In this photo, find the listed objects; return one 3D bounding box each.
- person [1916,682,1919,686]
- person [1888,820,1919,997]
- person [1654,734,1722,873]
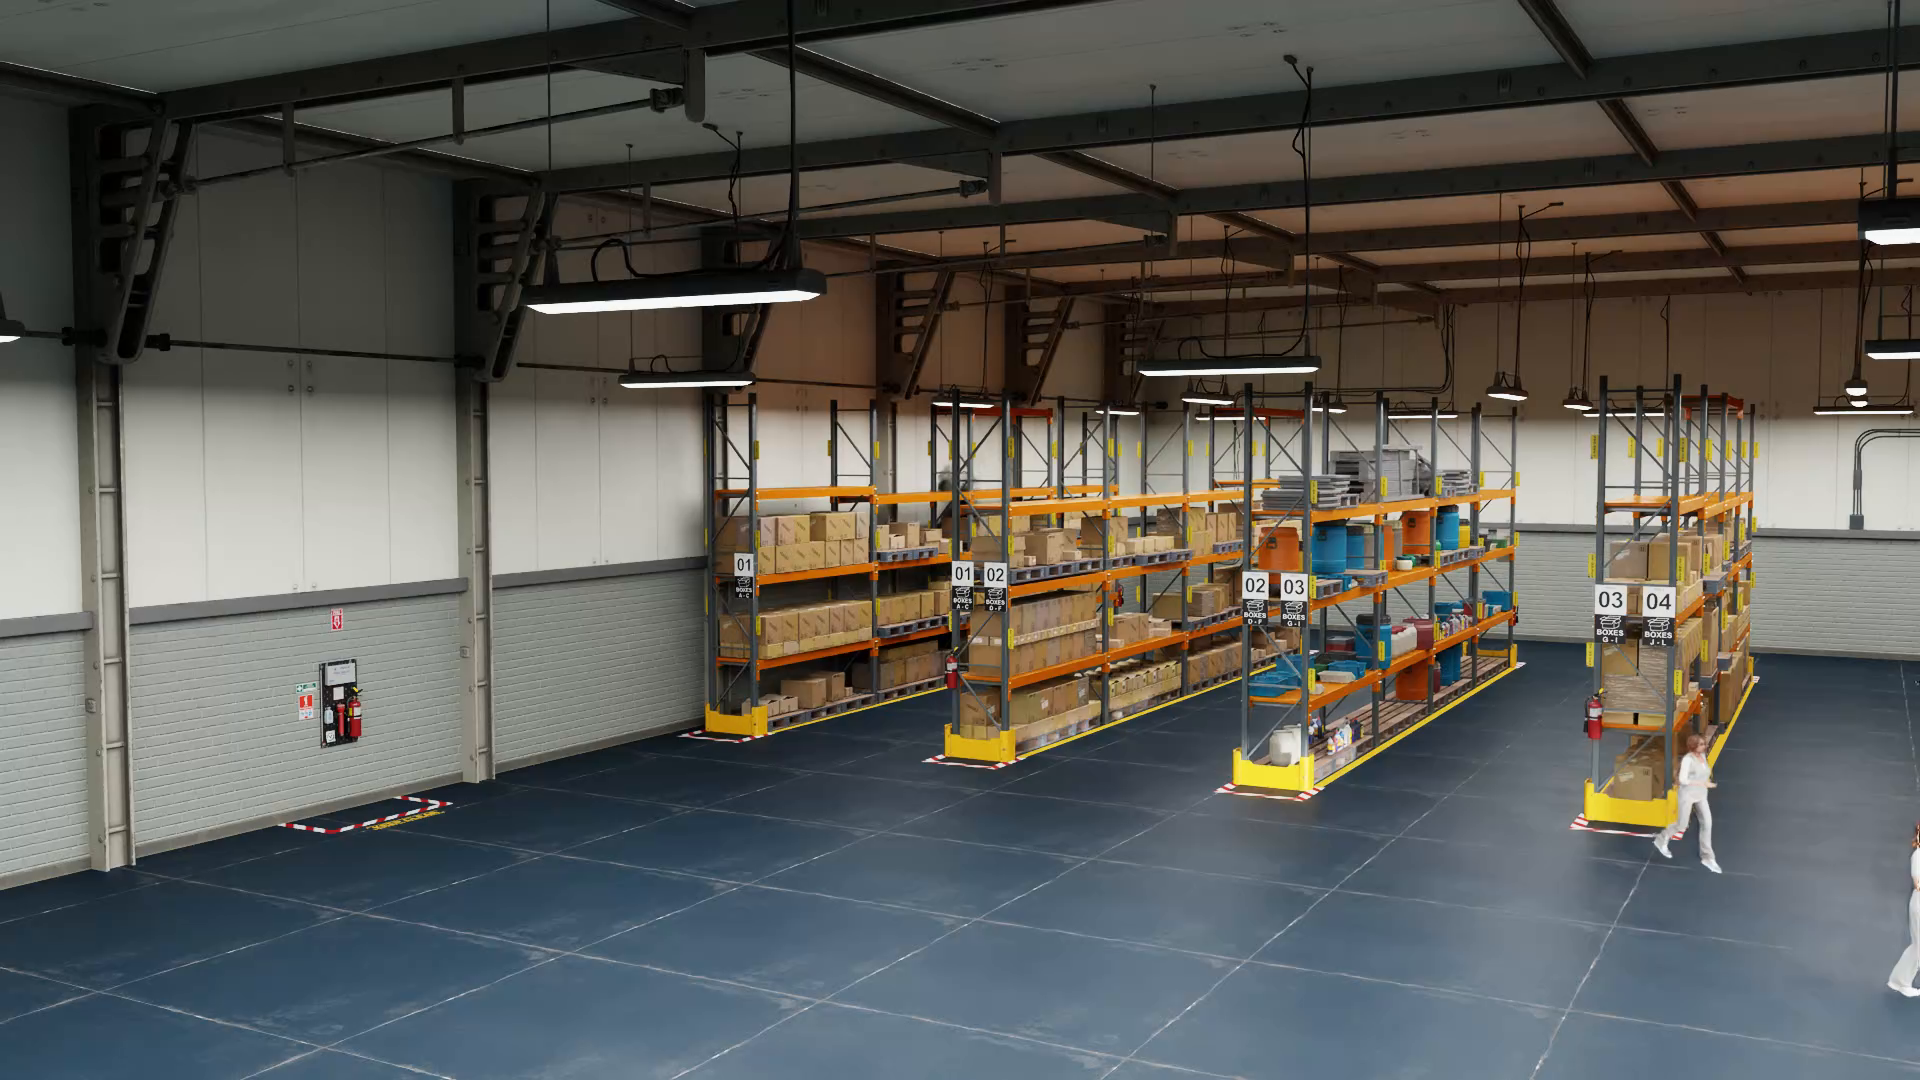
[{"bbox_3d":[20.697,2.318,35.050,0.848,1.581,0.567,0,3,6],"label":"person"},{"bbox_3d":[8.737,3.358,14.961,0.544,1.705,0.691,-2,4,-31],"label":"person"},{"bbox_3d":[8.738,3.110,19.942,0.500,1.602,0.879,-2,3,-27],"label":"person"}]
